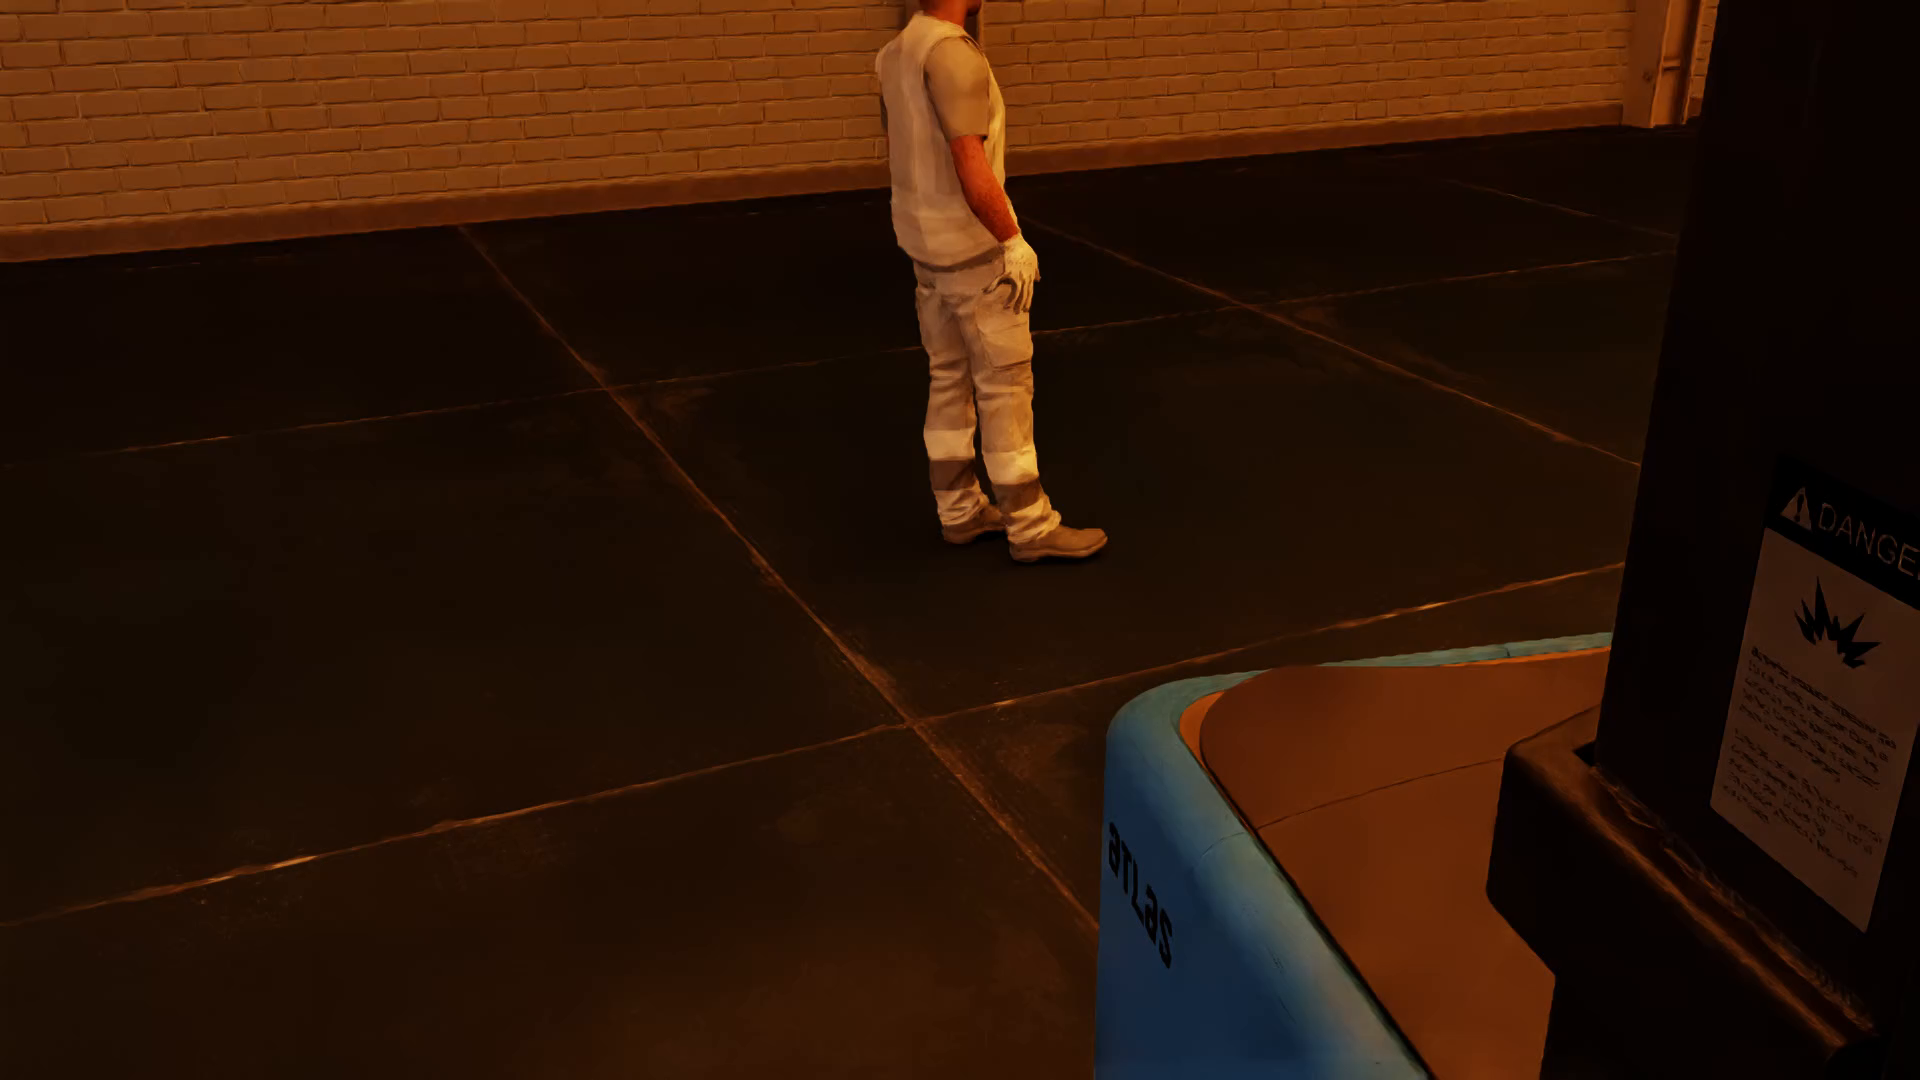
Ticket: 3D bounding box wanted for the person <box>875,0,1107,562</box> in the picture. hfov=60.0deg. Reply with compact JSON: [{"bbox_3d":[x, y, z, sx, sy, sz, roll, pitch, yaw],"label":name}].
[{"bbox_3d":[0.078,-0.842,4.783,0.563,1.787,0.637,-10,25,-23],"label":"person"}]
